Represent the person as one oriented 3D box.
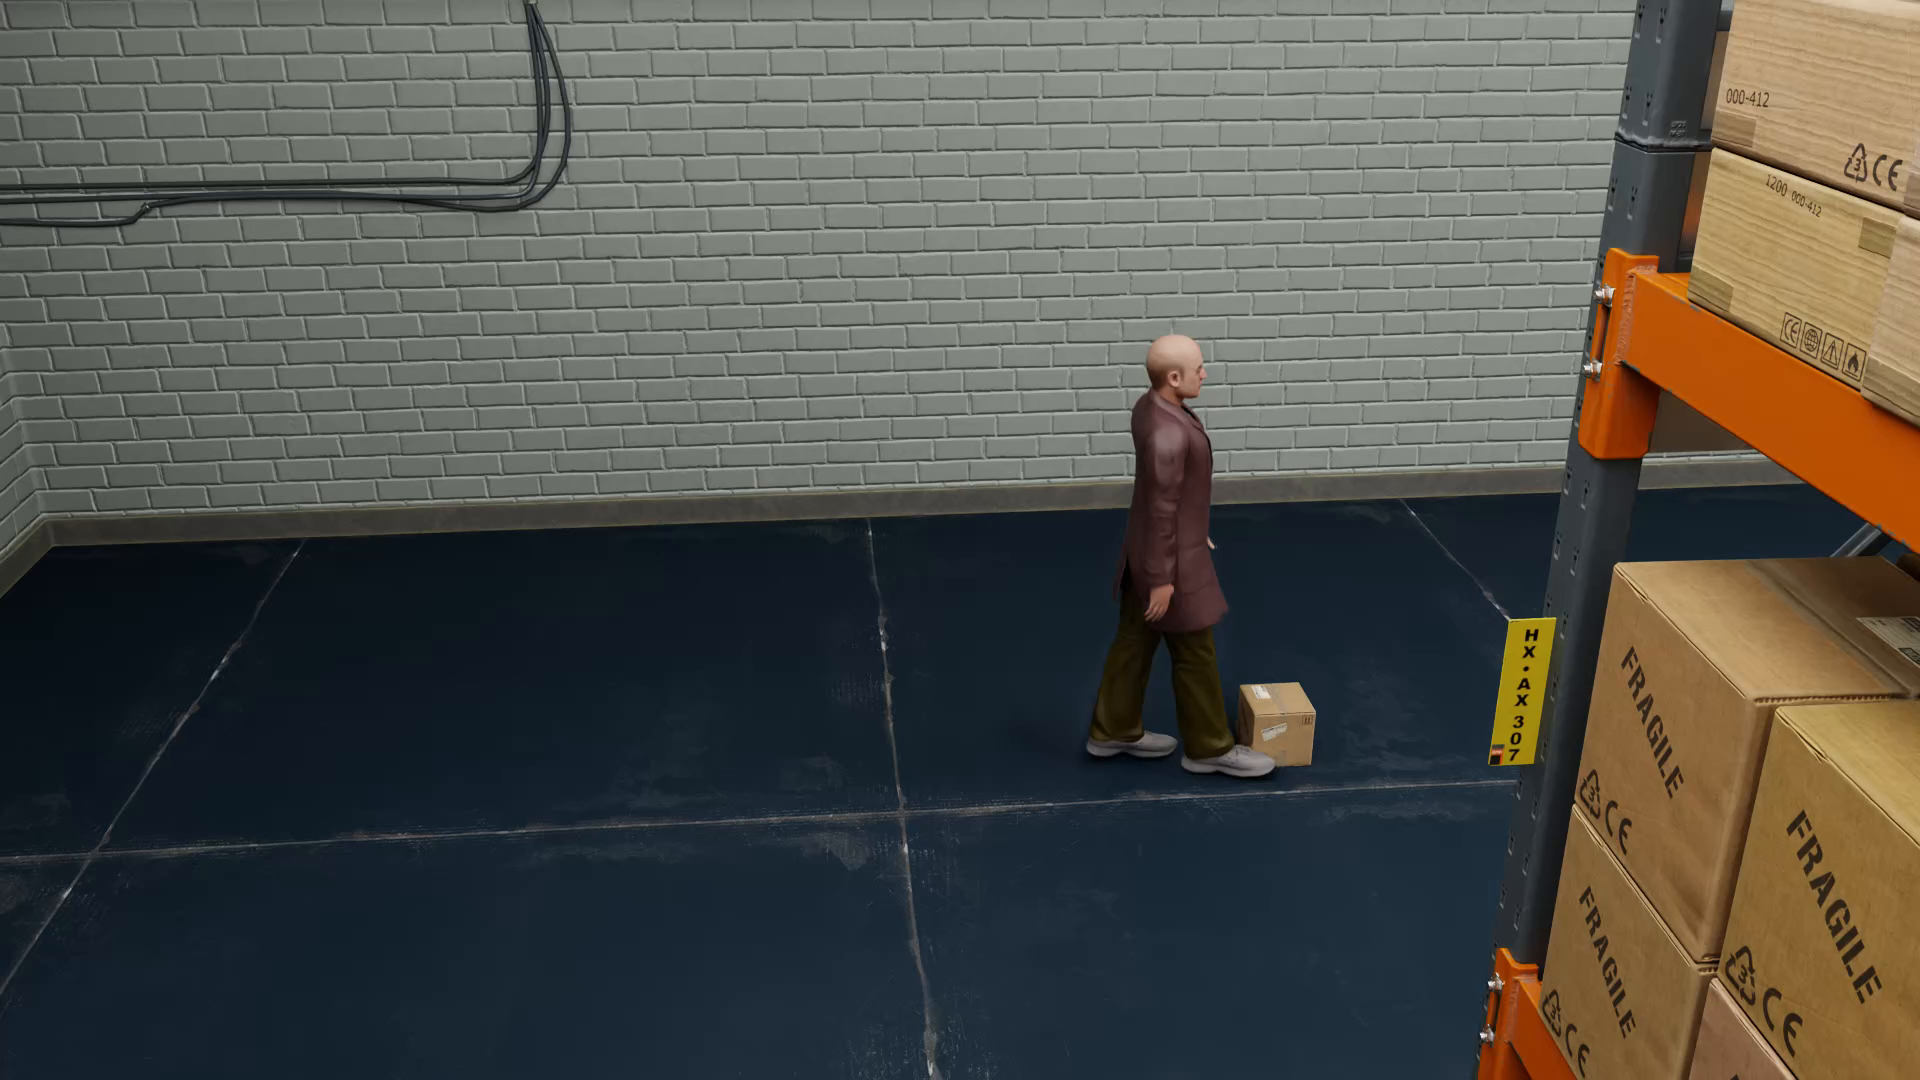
[{"bbox_3d":[0.879,0.062,6.453,0.731,1.773,0.593,-2,24,-5],"label":"person"}]
